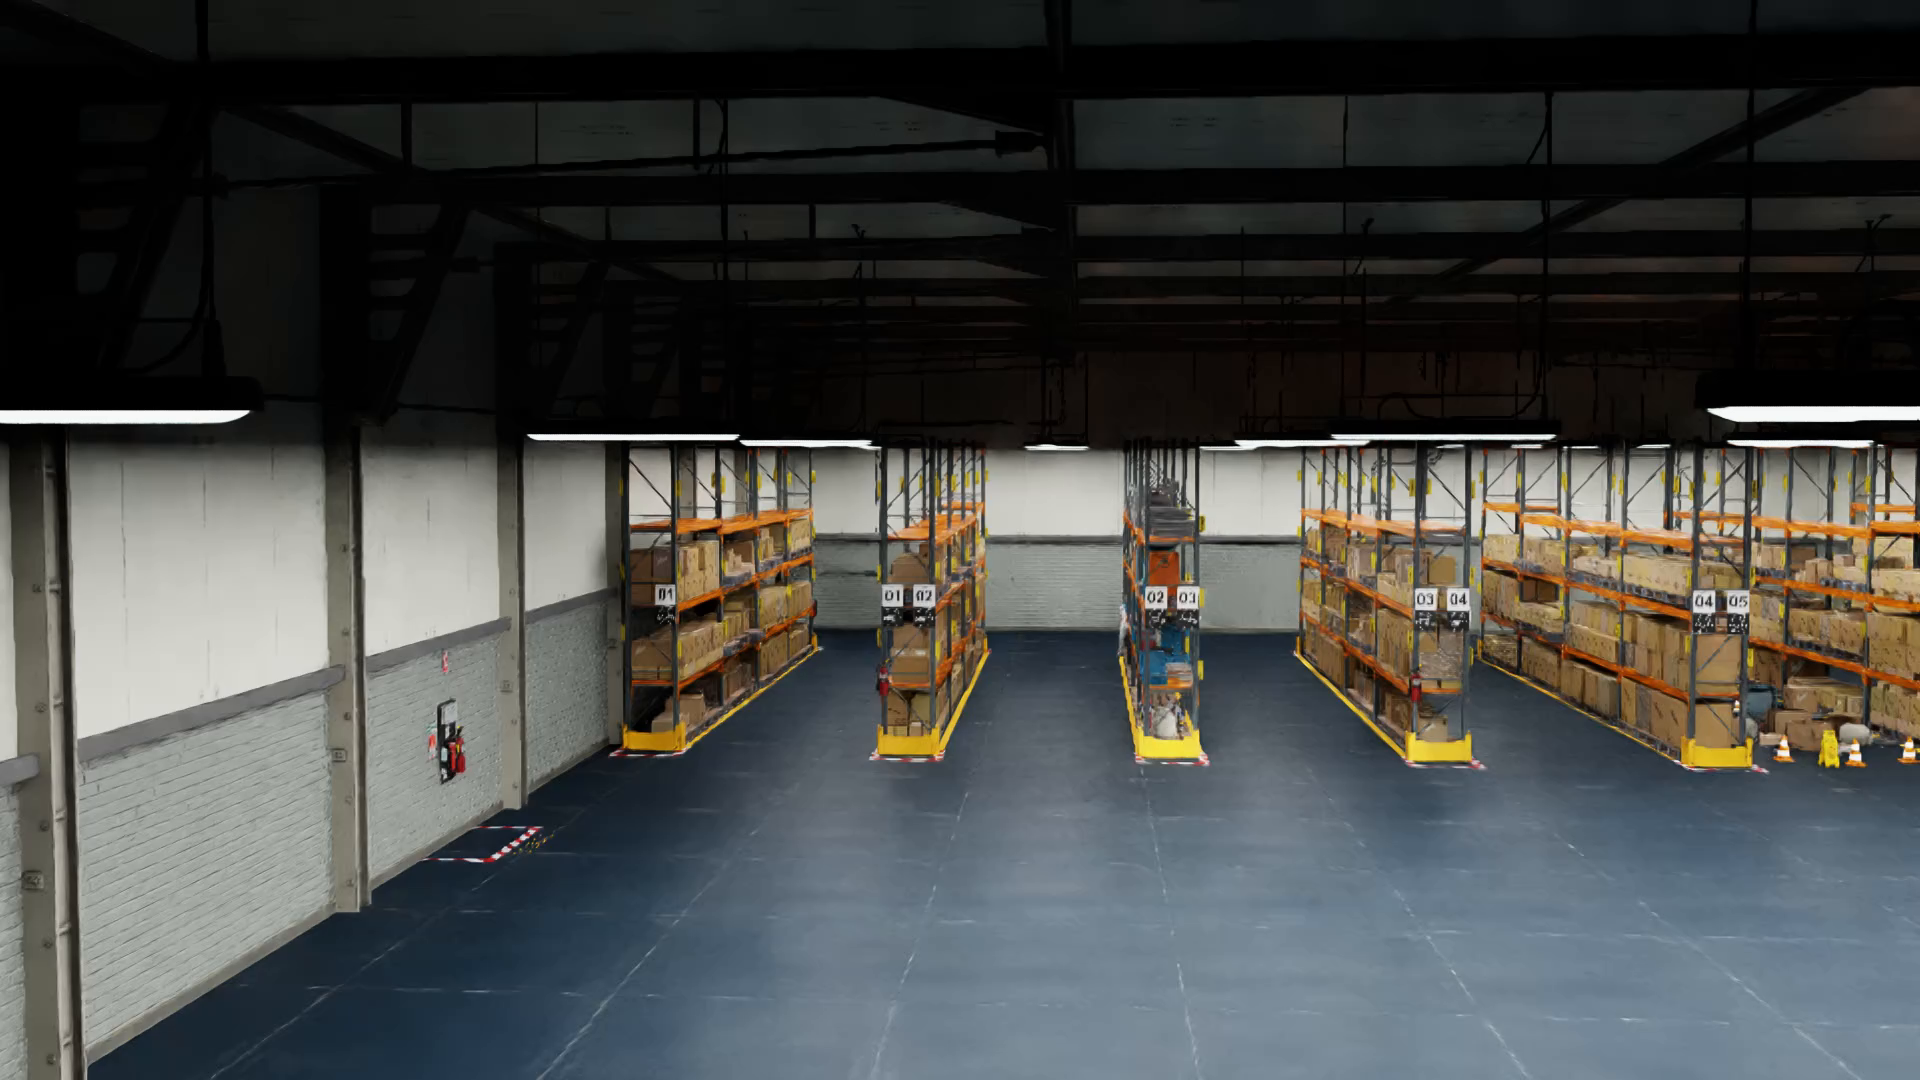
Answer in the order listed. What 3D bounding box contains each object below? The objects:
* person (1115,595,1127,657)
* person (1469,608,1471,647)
[{"bbox_3d":[4.671,2.358,45.979,0.585,1.722,0.957,1,3,26],"label":"person"},{"bbox_3d":[14.405,2.353,47.712,0.523,1.625,0.910,2,4,32],"label":"person"}]
